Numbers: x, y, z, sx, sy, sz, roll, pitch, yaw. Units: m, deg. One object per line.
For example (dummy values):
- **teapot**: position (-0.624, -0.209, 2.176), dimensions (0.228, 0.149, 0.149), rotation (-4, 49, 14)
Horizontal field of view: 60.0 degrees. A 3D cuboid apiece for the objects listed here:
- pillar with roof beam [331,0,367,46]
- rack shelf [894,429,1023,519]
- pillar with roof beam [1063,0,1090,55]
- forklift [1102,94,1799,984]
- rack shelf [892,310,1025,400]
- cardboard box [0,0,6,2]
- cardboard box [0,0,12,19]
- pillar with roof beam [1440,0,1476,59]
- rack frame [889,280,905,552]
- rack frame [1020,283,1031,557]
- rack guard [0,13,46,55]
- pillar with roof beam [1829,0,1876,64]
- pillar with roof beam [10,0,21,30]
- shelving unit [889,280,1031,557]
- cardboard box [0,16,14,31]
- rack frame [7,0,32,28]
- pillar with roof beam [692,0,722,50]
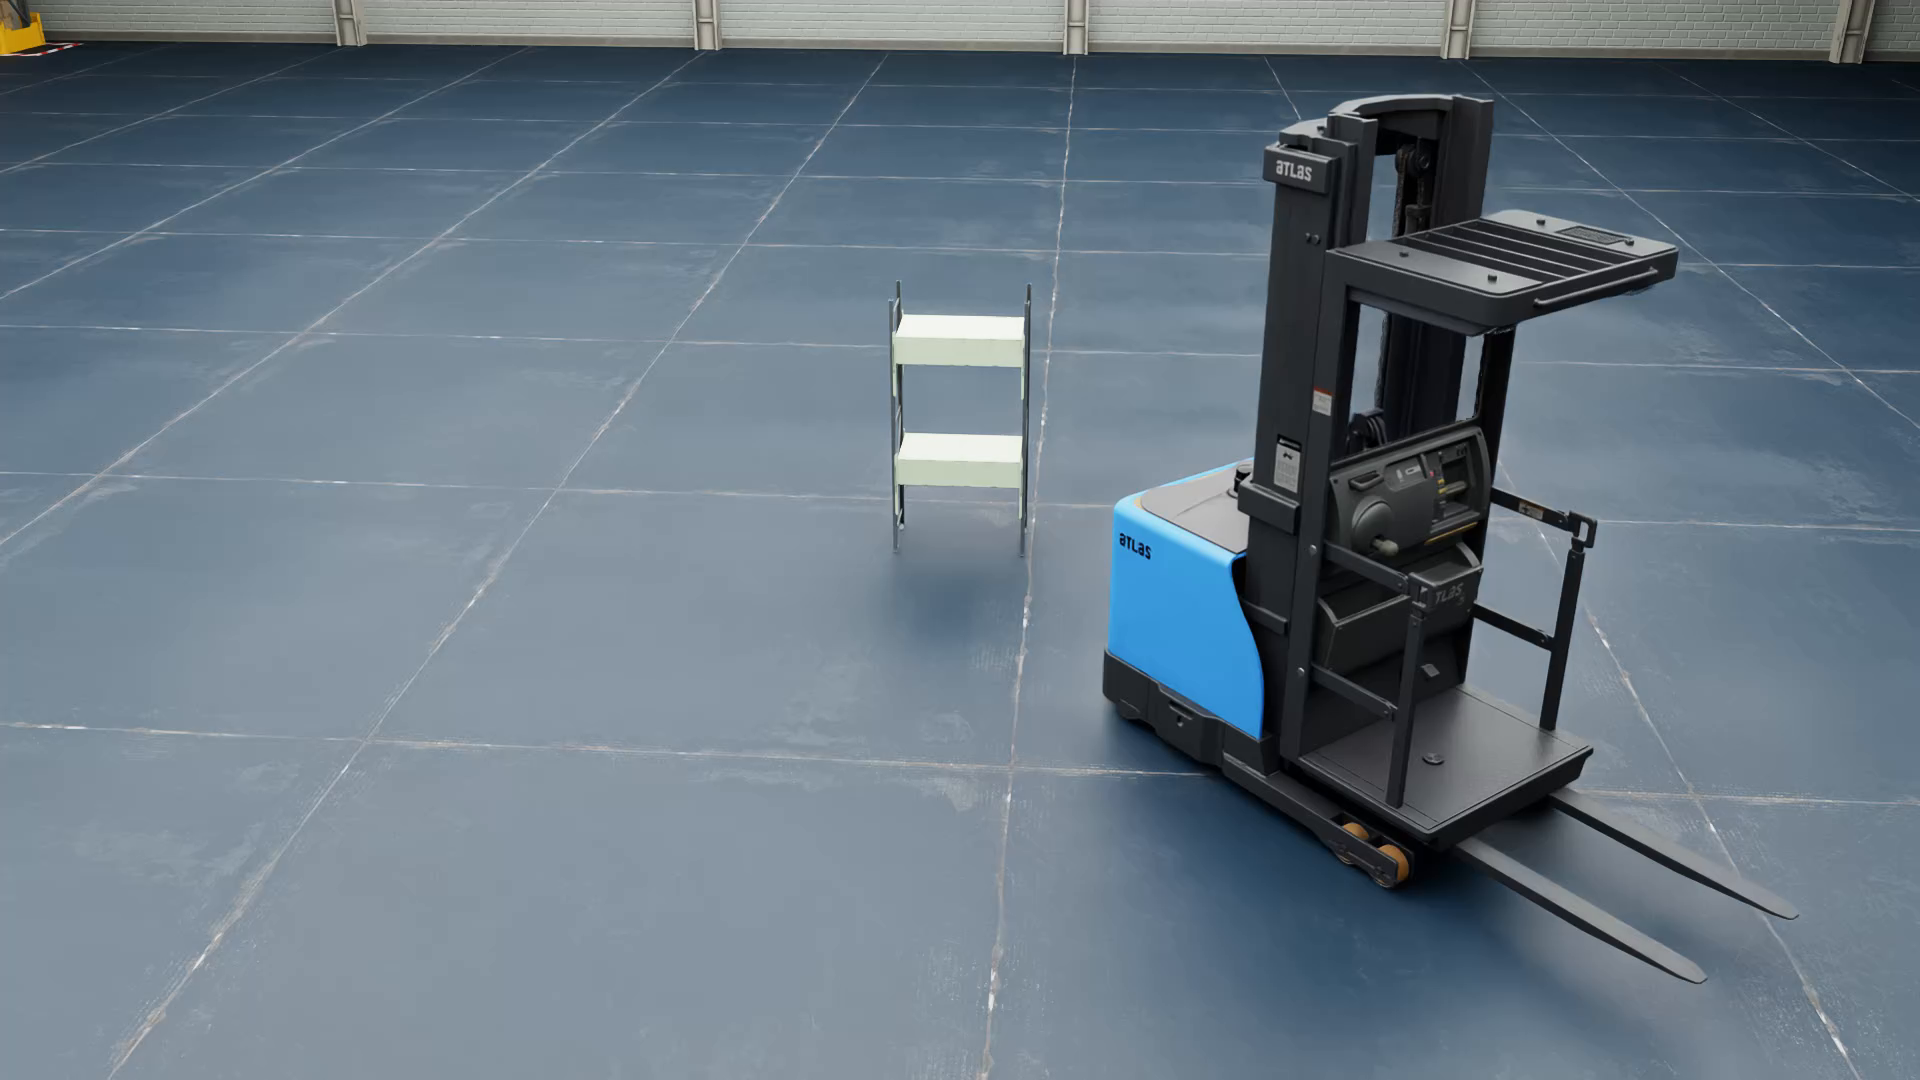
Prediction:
- **pillar with roof beam**: position (-10.429, -10.535, 21.881), dimensions (0.400, 9.000, 9.100), rotation (2, 25, 4)
- **rack shelf**: position (0.007, -0.385, 9.572), dimensions (0.720, 0.370, 0.431), rotation (2, 25, 4)
- **pillar with roof beam**: position (1.536, -10.151, 21.046), dimensions (0.400, 9.000, 9.100), rotation (2, 25, 4)
- **forklift**: position (1.963, -0.164, 6.600), dimensions (1.130, 2.935, 3.031), rotation (-17, 30, -33)
- **rack shelf**: position (0.007, -1.036, 9.273), dimensions (0.720, 0.370, 0.431), rotation (2, 25, 4)
- **cardboard box**: position (-15.922, -8.888, 27.069), dimensions (0.500, 0.250, 0.500), rotation (1, 25, 3)
- **cardboard box**: position (-15.910, -8.669, 27.190), dimensions (0.500, 0.250, 0.500), rotation (2, 25, 5)
- **pillar with roof beam**: position (7.518, -9.959, 20.629), dimensions (0.400, 9.000, 9.100), rotation (2, 25, 4)
- **rack frame**: position (-0.358, -0.693, 9.461), dimensions (0.023, 1.500, 0.400), rotation (2, 25, 4)
- **rack frame**: position (0.372, -0.669, 9.411), dimensions (0.023, 1.500, 0.400), rotation (2, 25, 4)
- **rack guard**: position (-15.433, -8.262, 27.107), dimensions (0.348, 0.500, 1.175), rotation (2, 25, 4)
- **pillar with roof beam**: position (13.500, -9.767, 20.212), dimensions (0.400, 9.000, 9.100), rotation (2, 25, 4)
- **pillar with roof beam**: position (-16.412, -10.727, 22.298), dimensions (0.400, 9.000, 9.100), rotation (2, 25, 4)
- **shelving unit**: position (0.007, -0.681, 9.436), dimensions (0.755, 1.500, 0.431), rotation (2, 25, 4)
- **cardboard box**: position (-15.932, -8.437, 27.285), dimensions (0.500, 0.250, 0.500), rotation (2, 25, 4)
- **rack frame**: position (-15.457, -9.398, 26.586), dimensions (0.127, 3.000, 1.000), rotation (2, 25, 4)
- **pillar with roof beam**: position (-4.447, -10.343, 21.463), dimensions (0.400, 9.000, 9.100), rotation (2, 25, 4)
